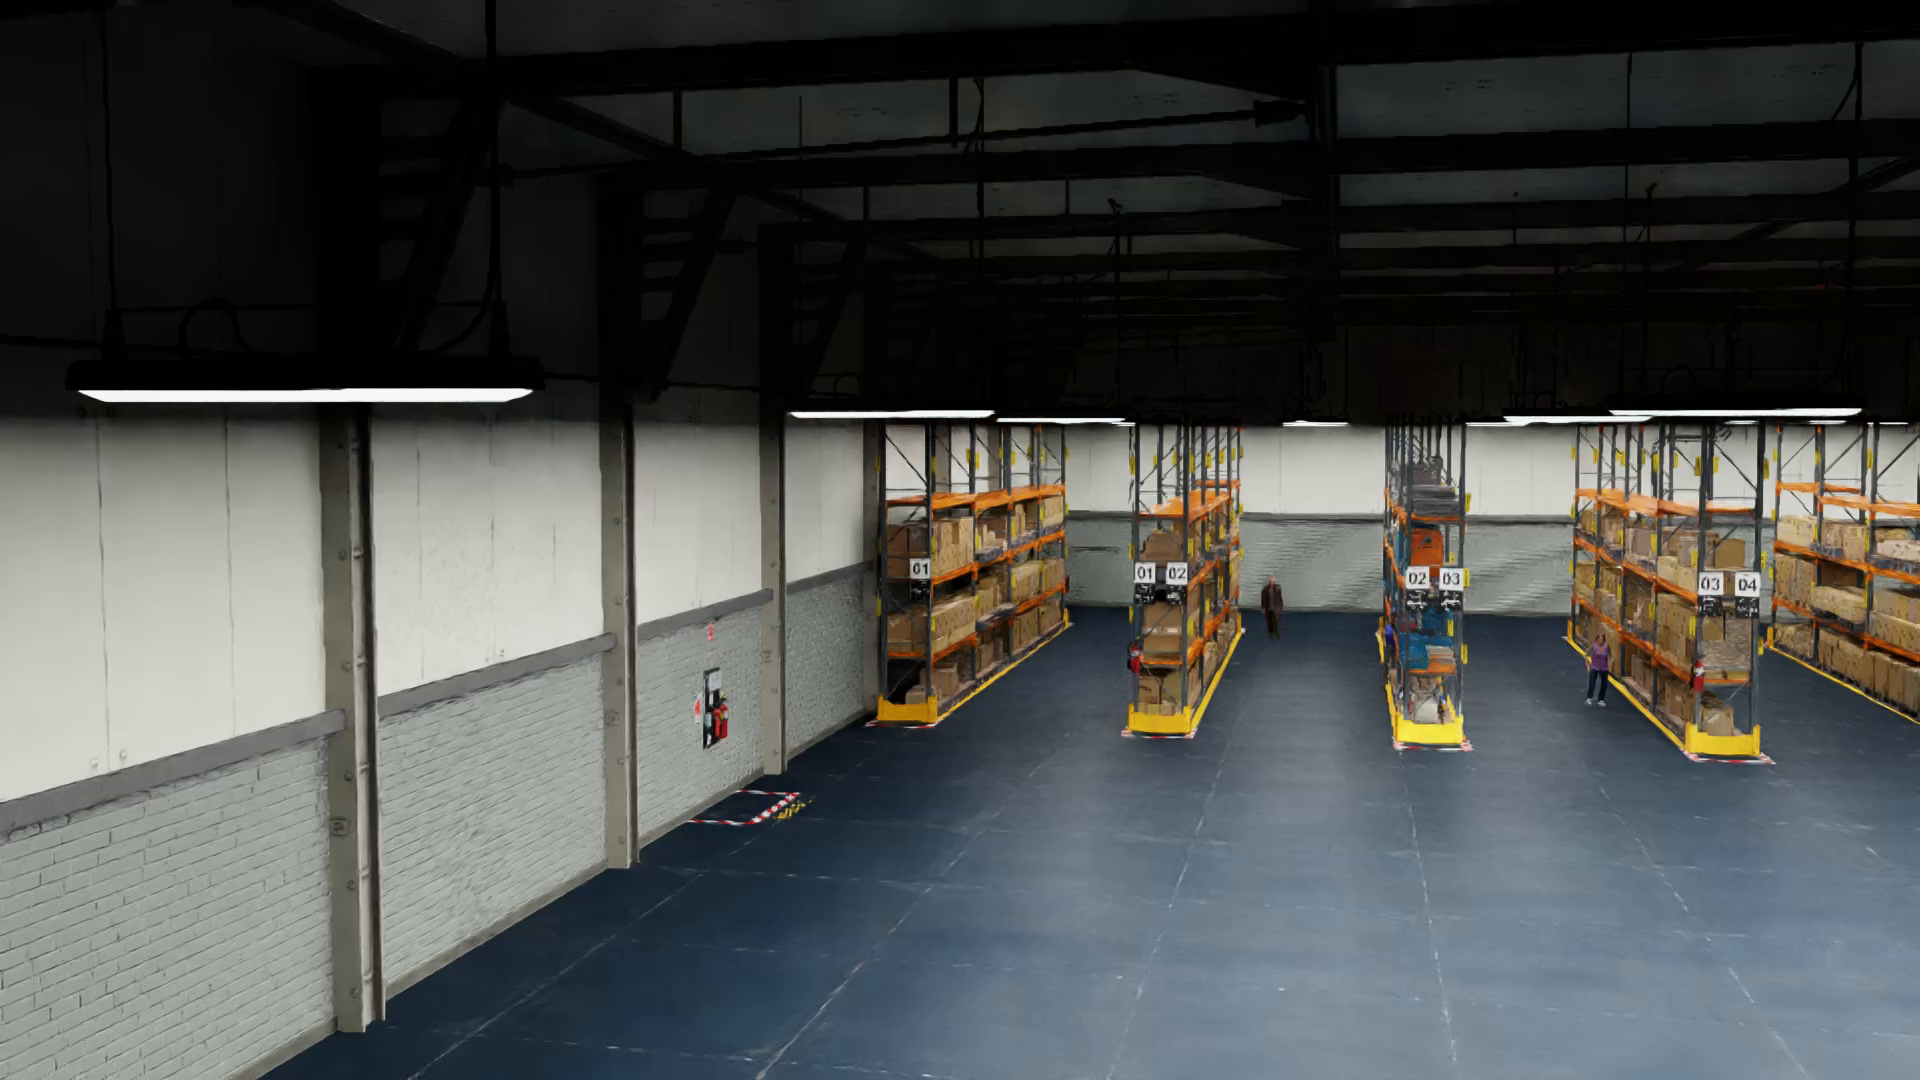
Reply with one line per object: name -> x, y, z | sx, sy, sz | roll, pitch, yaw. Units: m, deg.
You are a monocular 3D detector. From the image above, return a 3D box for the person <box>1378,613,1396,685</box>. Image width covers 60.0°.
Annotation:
person -> 9.677, 2.416, 36.953 | 0.507, 1.602, 0.949 | 3, 5, 35

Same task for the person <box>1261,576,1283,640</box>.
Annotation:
person -> 8.422, 1.817, 44.932 | 0.598, 1.698, 1.193 | 1, 4, 15

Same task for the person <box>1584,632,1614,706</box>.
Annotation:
person -> 13.122, 2.647, 34.180 | 0.566, 1.541, 0.519 | 1, 4, 11
